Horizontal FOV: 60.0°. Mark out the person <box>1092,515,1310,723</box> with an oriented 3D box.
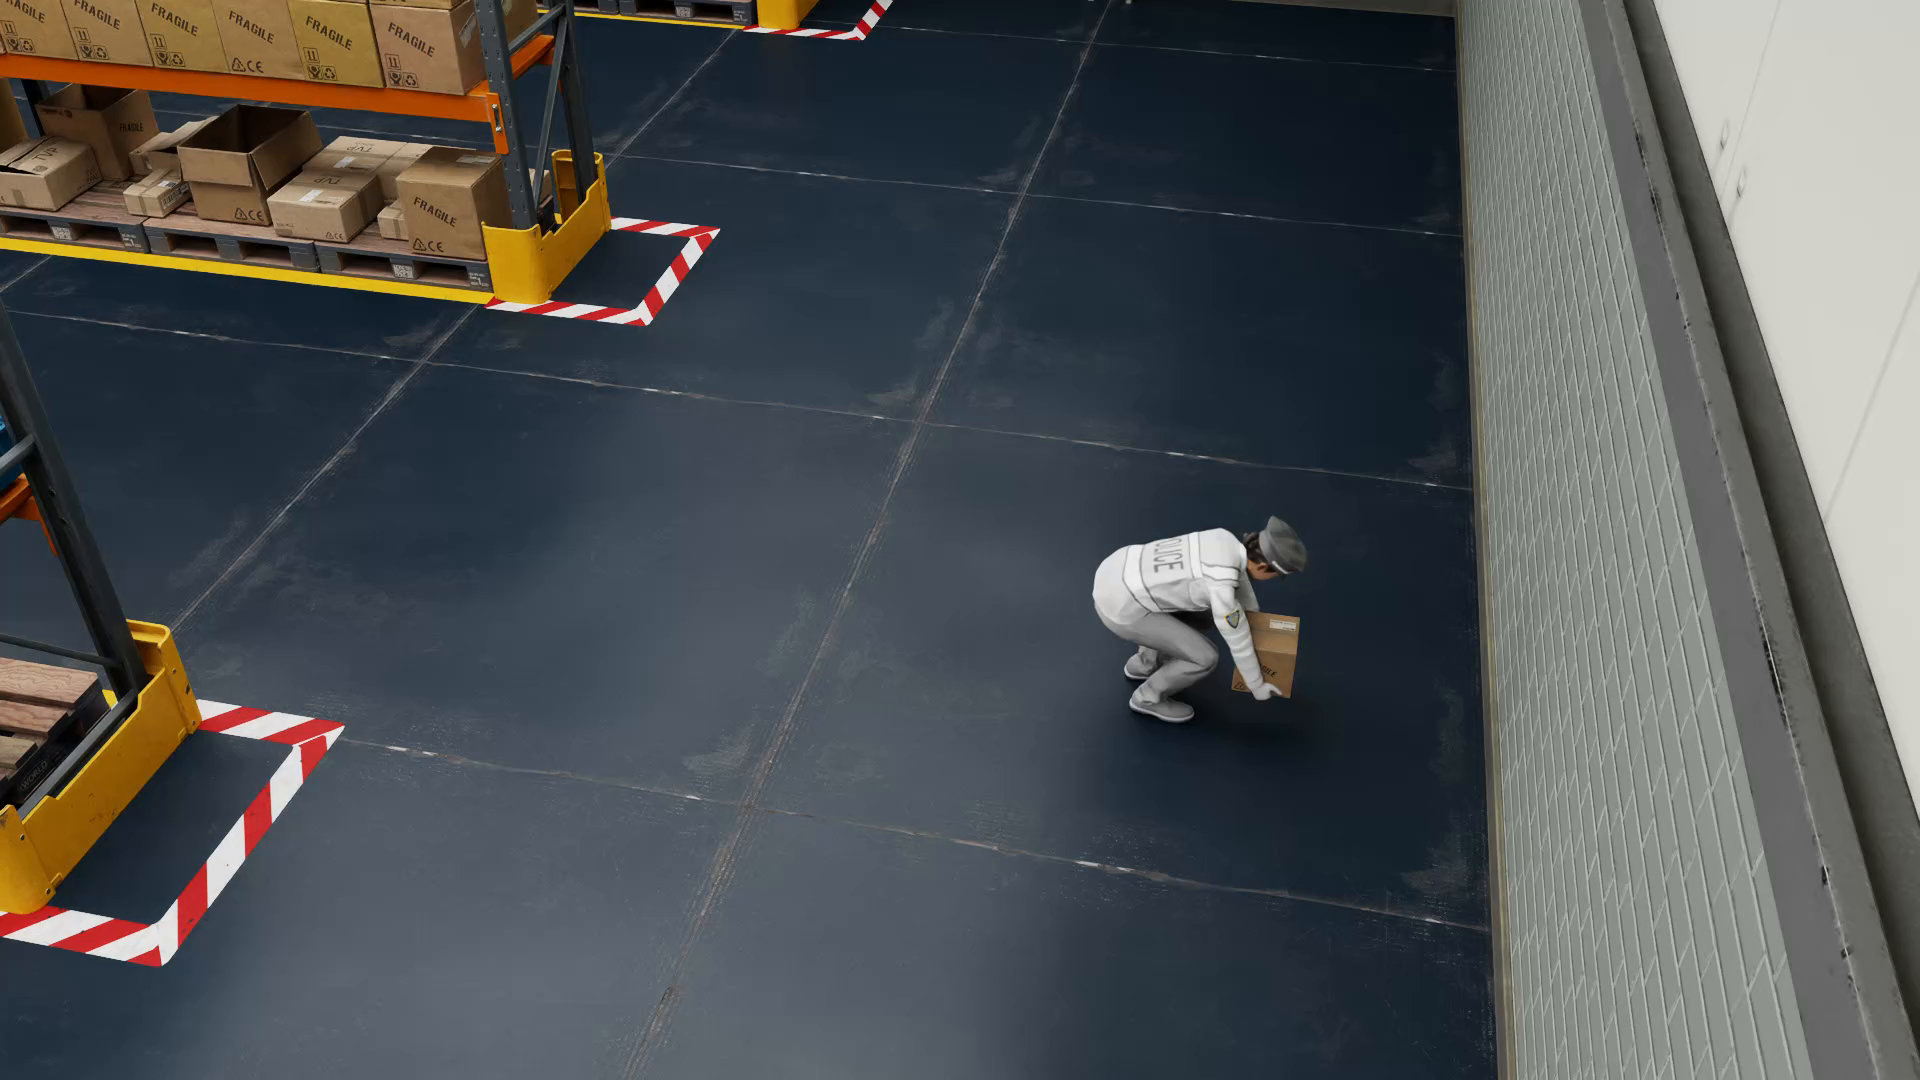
[{"bbox_3d":[1.009,0.315,7.118,0.883,0.982,0.454,6,37,9],"label":"person"}]
